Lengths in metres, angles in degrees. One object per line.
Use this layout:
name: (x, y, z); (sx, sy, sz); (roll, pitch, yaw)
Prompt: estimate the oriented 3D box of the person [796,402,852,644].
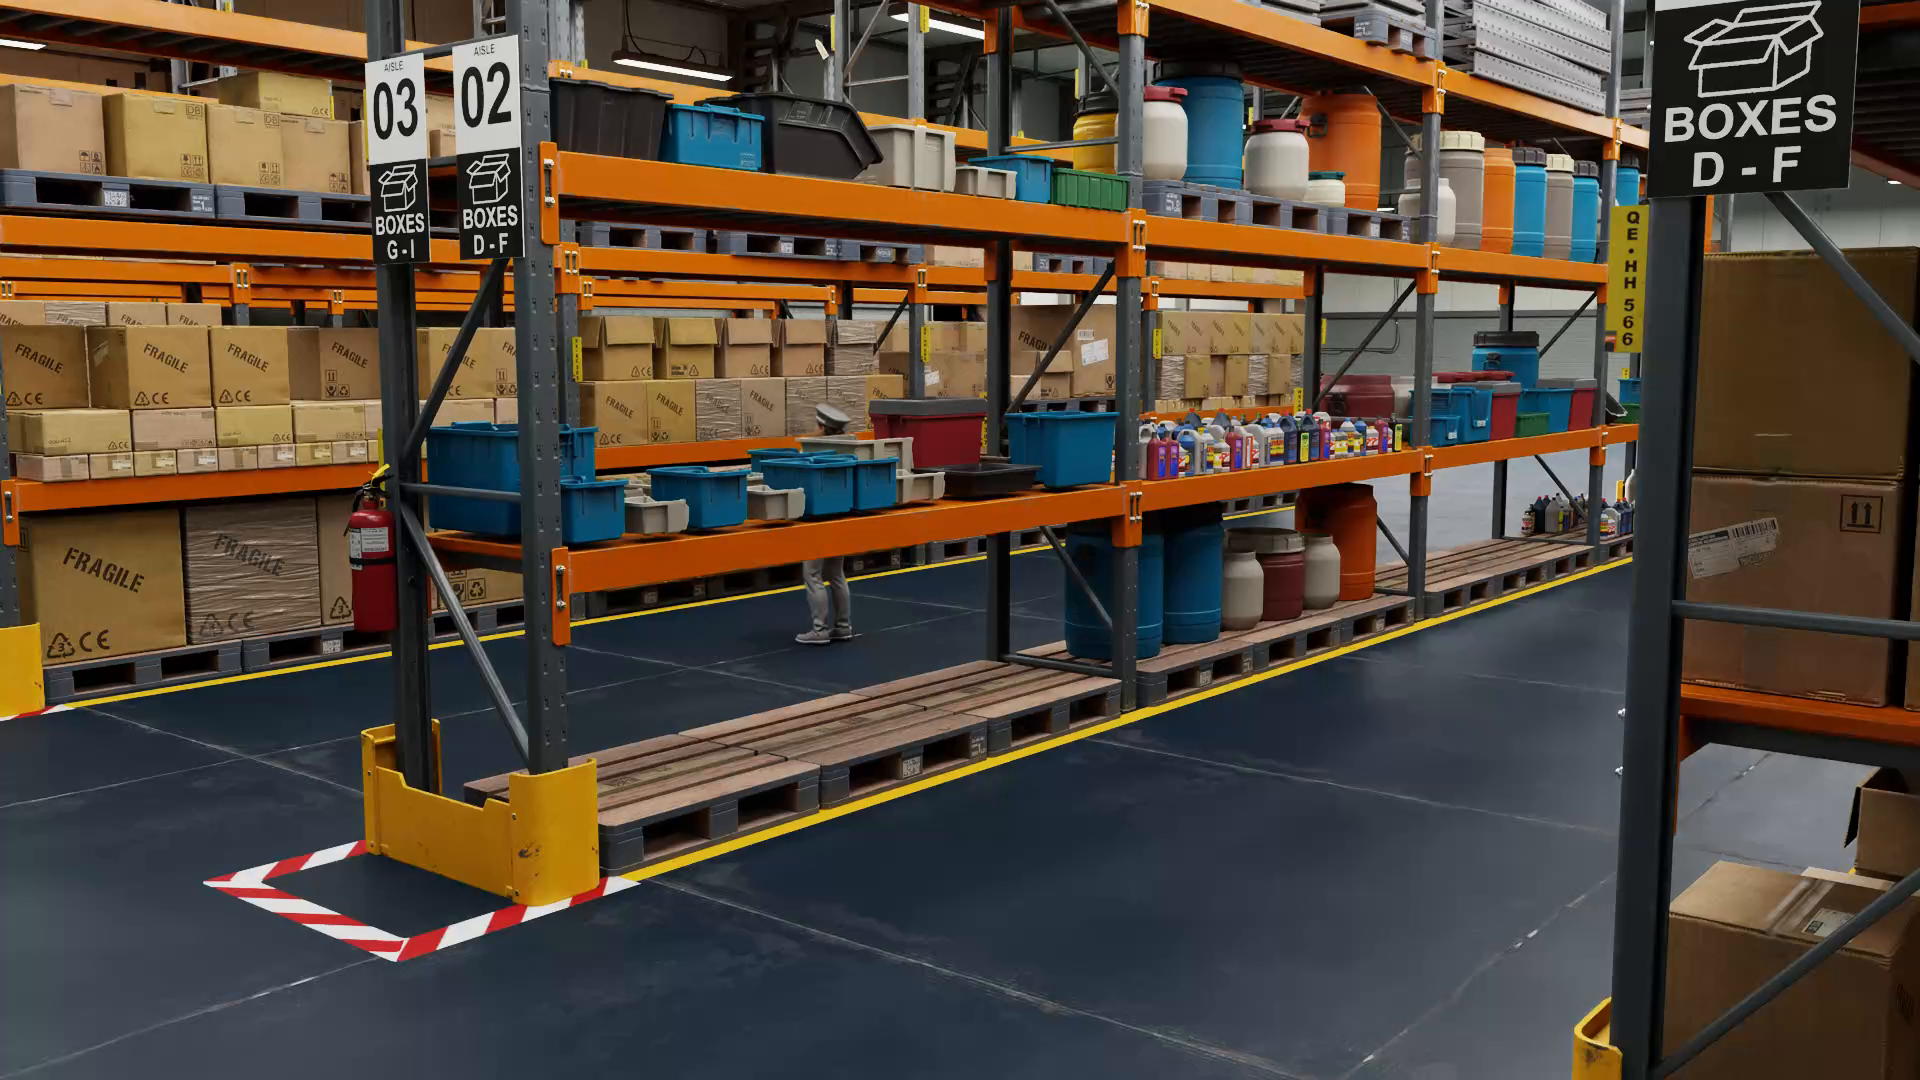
person: (-0.989, -0.123, 11.665); (0.556, 1.686, 0.459); (6, 9, 39)
